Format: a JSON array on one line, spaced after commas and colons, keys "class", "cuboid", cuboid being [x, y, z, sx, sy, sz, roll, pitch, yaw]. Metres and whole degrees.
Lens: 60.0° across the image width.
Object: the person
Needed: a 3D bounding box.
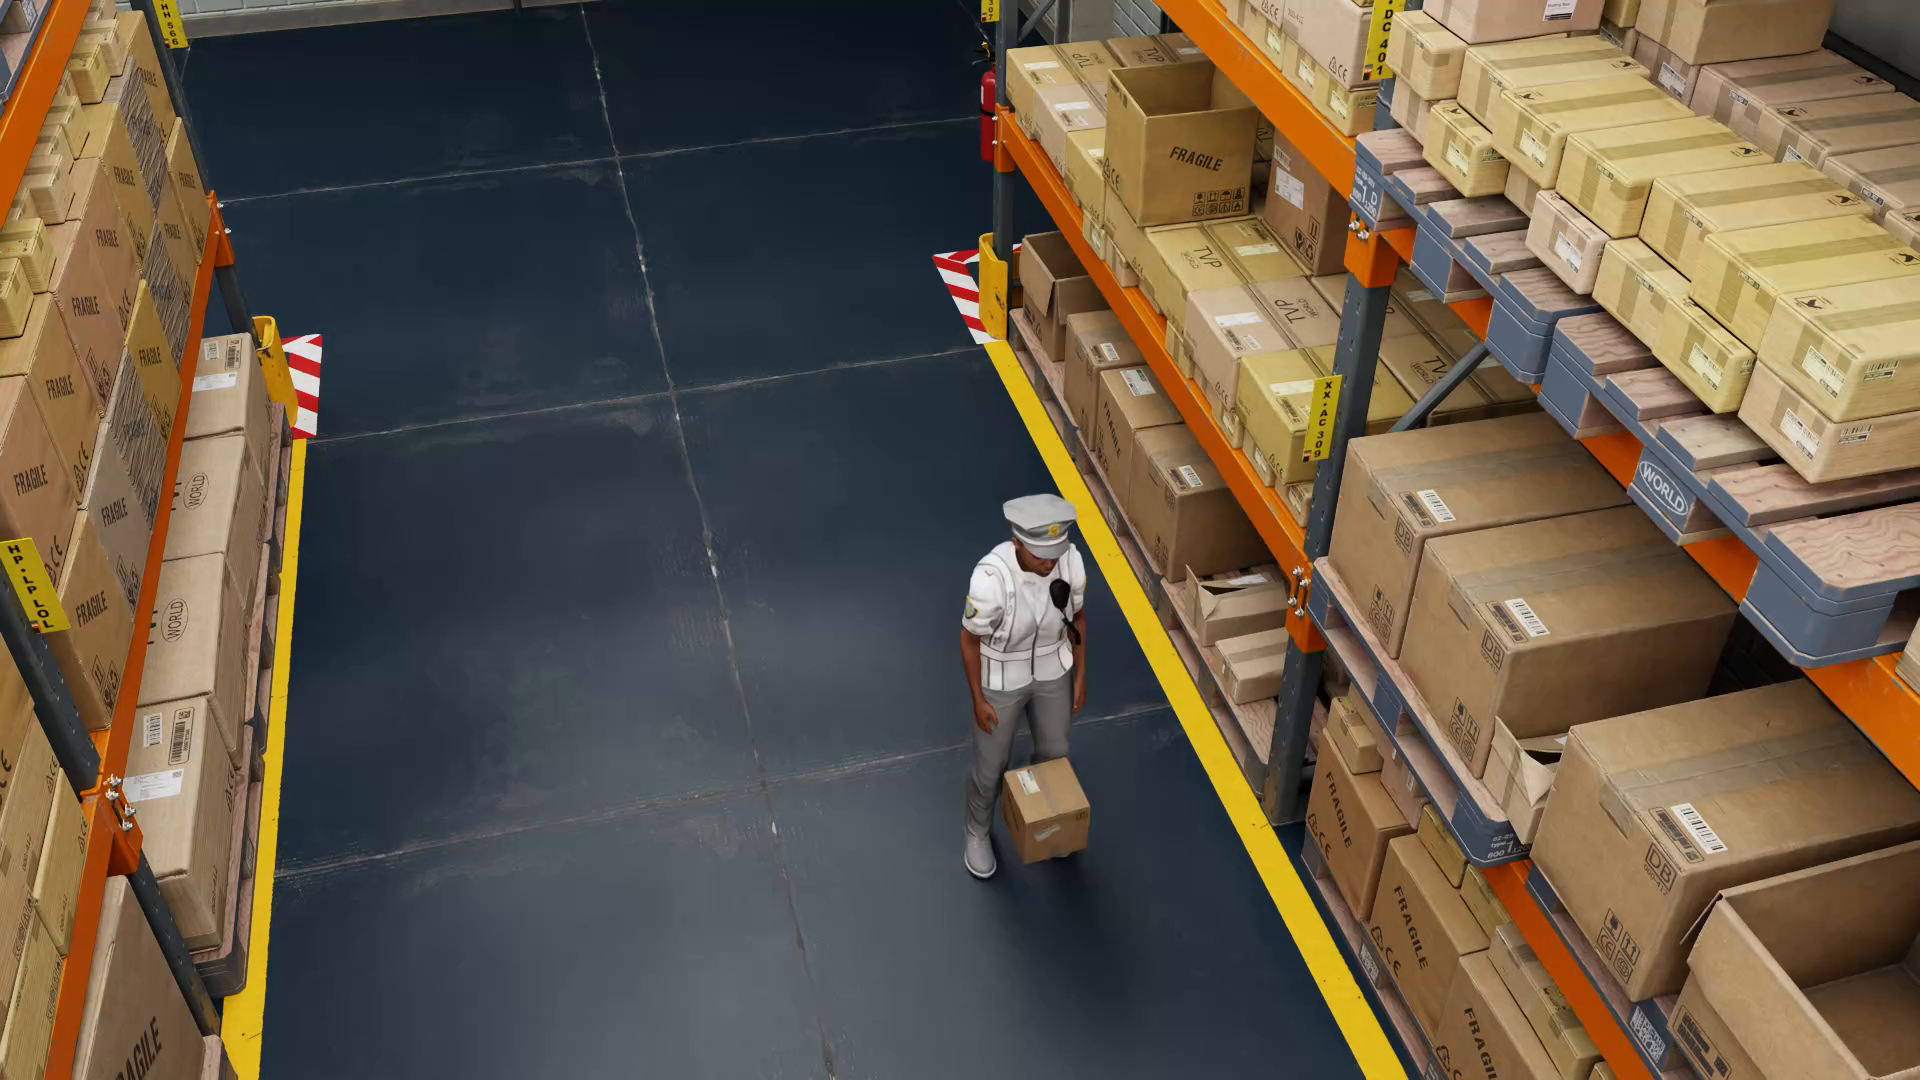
[{"class": "person", "cuboid": [0.226, 0.511, 6.066, 0.497, 1.664, 0.372, -12, 40, -15]}]
